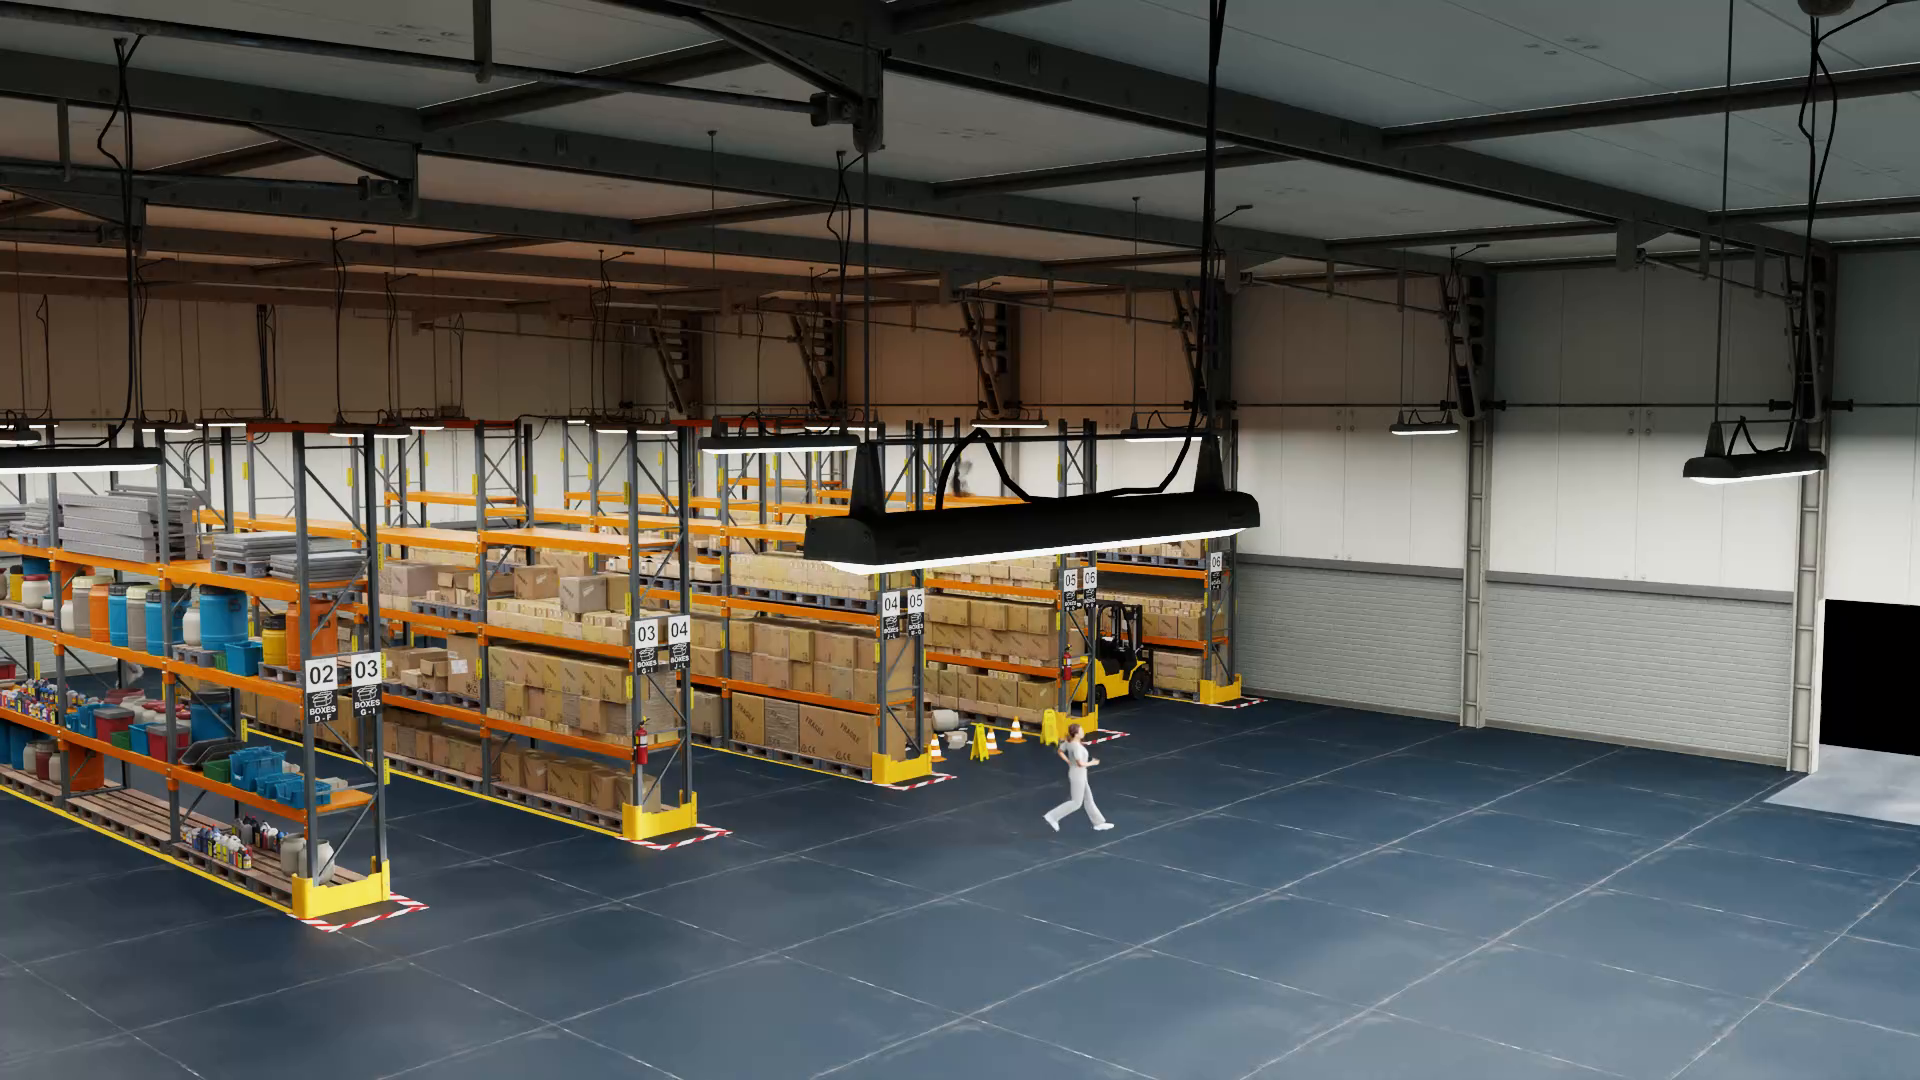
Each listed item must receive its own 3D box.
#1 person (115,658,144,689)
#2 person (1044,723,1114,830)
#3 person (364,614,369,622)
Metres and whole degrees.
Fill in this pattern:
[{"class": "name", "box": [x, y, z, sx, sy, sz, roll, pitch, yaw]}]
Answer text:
[{"class": "person", "box": [-17.907, 2.543, 35.771, 0.610, 1.717, 0.649, -5, 7, -44]}, {"class": "person", "box": [1.752, 3.480, 24.392, 1.076, 1.611, 0.582, -1, 5, -9]}, {"class": "person", "box": [-14.012, 2.348, 39.225, 0.599, 1.594, 0.502, 3, 5, 29]}]
